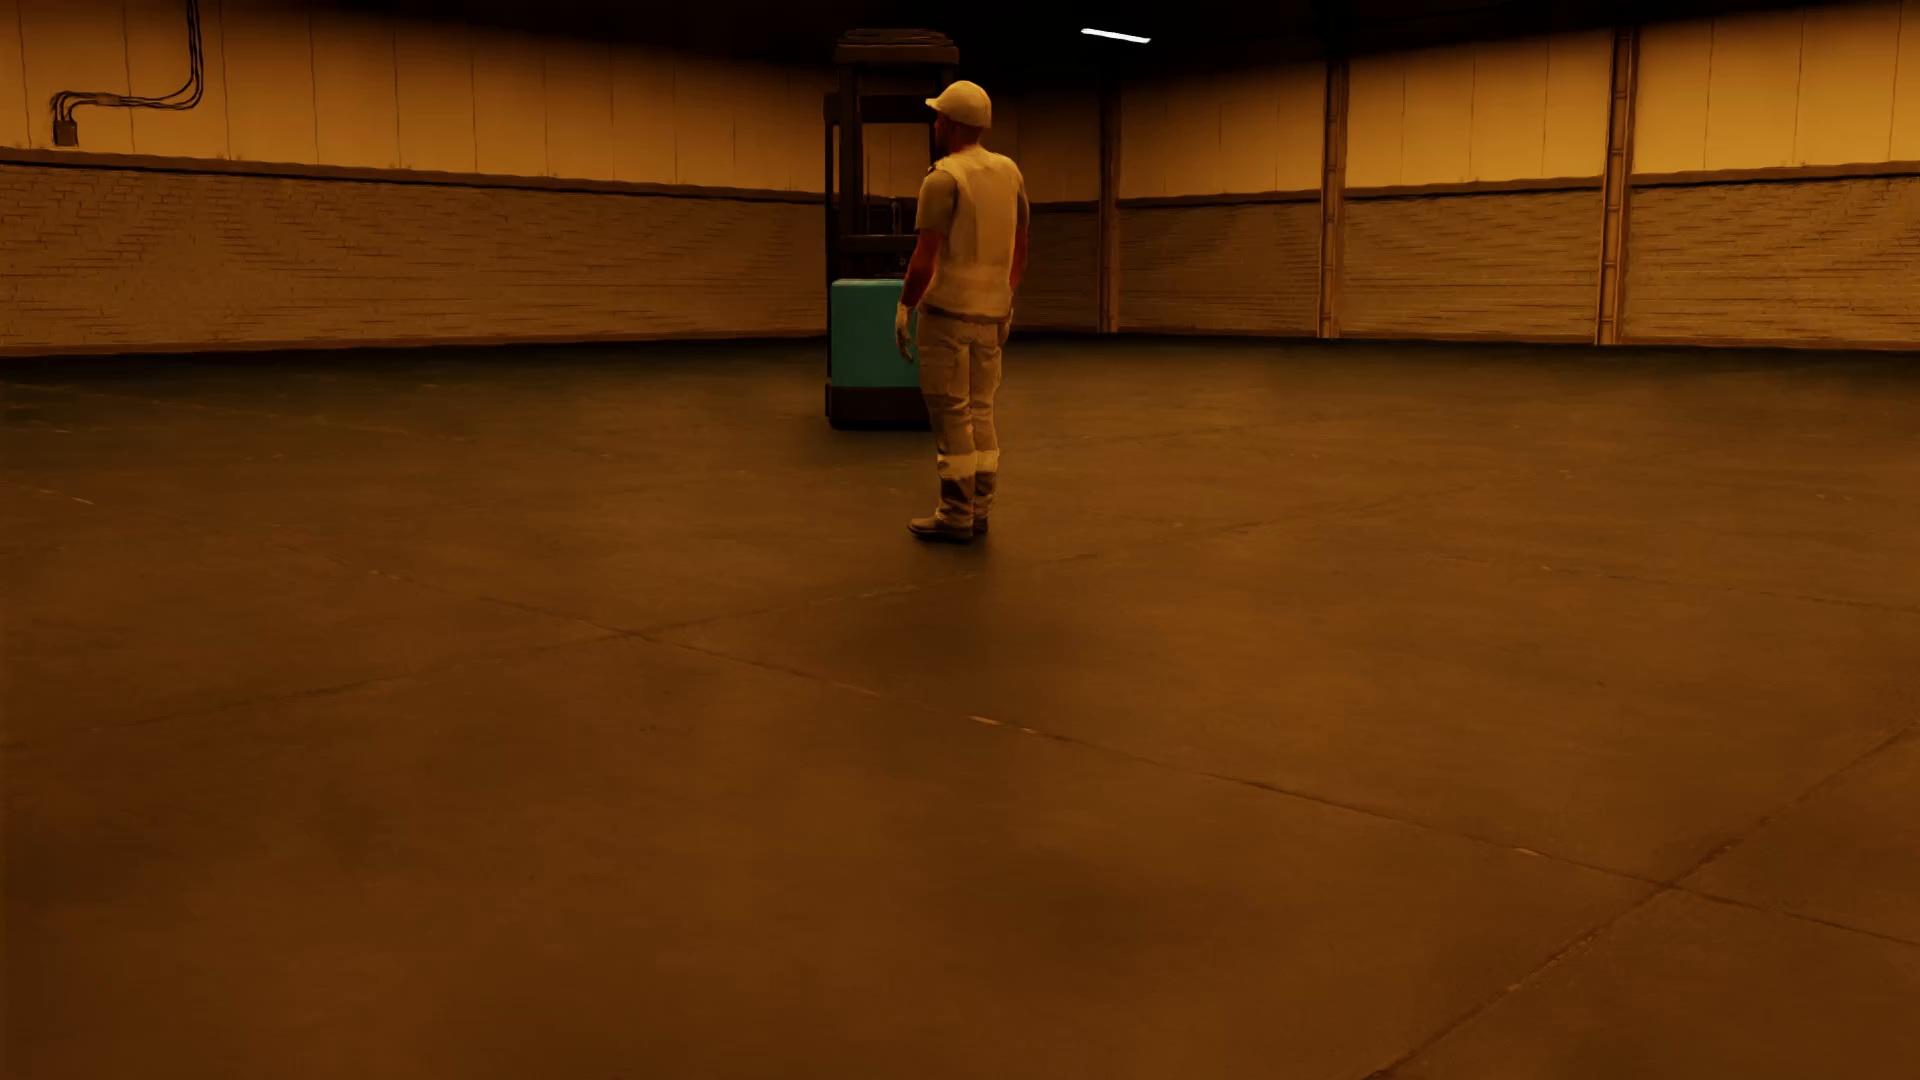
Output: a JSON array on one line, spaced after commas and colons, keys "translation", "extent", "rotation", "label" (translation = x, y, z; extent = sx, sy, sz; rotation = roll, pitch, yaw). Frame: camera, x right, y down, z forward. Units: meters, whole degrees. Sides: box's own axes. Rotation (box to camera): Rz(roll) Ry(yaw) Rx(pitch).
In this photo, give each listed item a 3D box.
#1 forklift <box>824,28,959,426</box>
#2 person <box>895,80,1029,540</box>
[{"translation": [-0.530, -2.469, 13.275], "extent": [1.130, 2.935, 3.031], "rotation": [-1, 9, -5], "label": "forklift"}, {"translation": [-0.050, -0.901, 6.646], "extent": [0.563, 1.787, 0.637], "rotation": [8, 12, 43], "label": "person"}]
